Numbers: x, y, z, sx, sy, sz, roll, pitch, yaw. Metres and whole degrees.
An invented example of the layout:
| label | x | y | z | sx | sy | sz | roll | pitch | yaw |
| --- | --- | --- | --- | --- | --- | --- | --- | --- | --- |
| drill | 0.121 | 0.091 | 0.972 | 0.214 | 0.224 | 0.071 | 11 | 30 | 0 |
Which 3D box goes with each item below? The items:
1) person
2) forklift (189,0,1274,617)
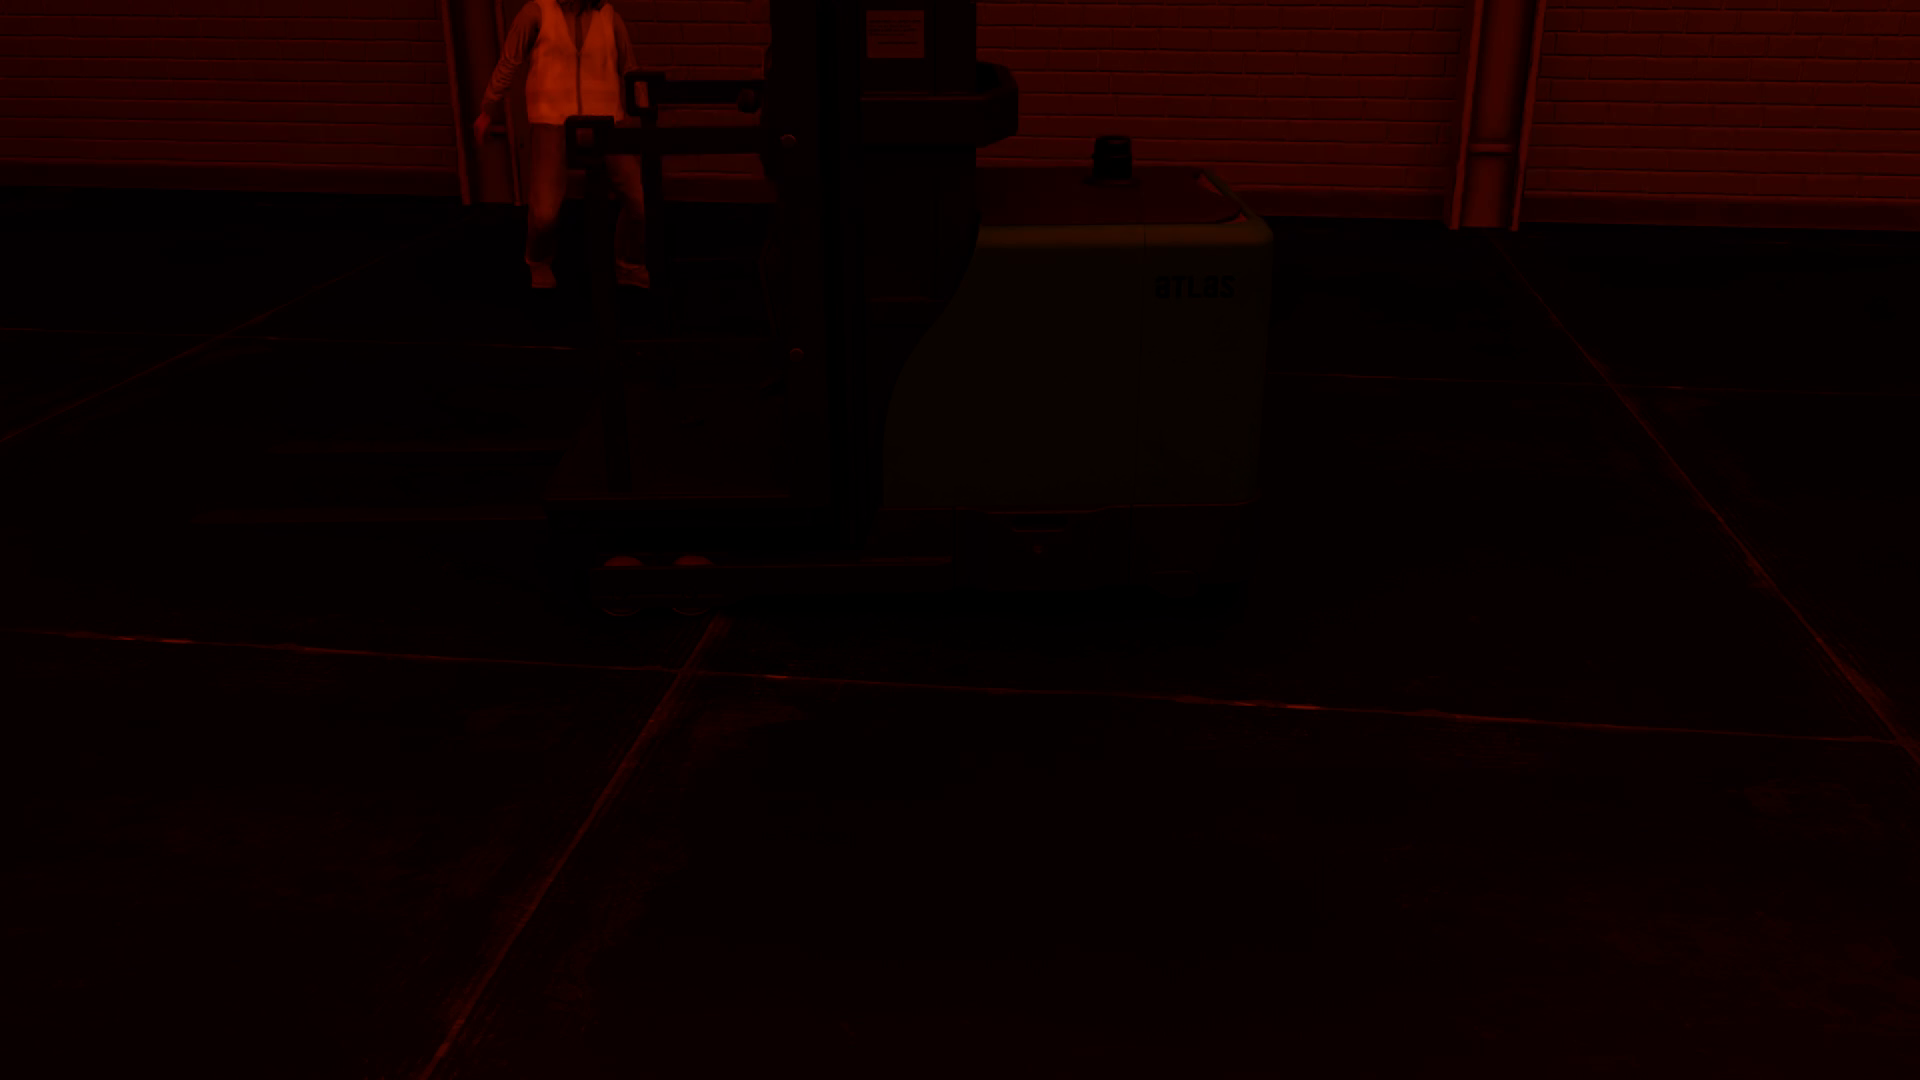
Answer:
| label | x | y | z | sx | sy | sz | roll | pitch | yaw |
| --- | --- | --- | --- | --- | --- | --- | --- | --- | --- |
| person | -1.849 | -1.990 | 7.873 | 0.874 | 1.689 | 0.486 | -8 | 23 | -20 |
| forklift | -0.681 | -1.346 | 4.597 | 3.031 | 2.935 | 1.130 | -1 | 22 | -2 |
